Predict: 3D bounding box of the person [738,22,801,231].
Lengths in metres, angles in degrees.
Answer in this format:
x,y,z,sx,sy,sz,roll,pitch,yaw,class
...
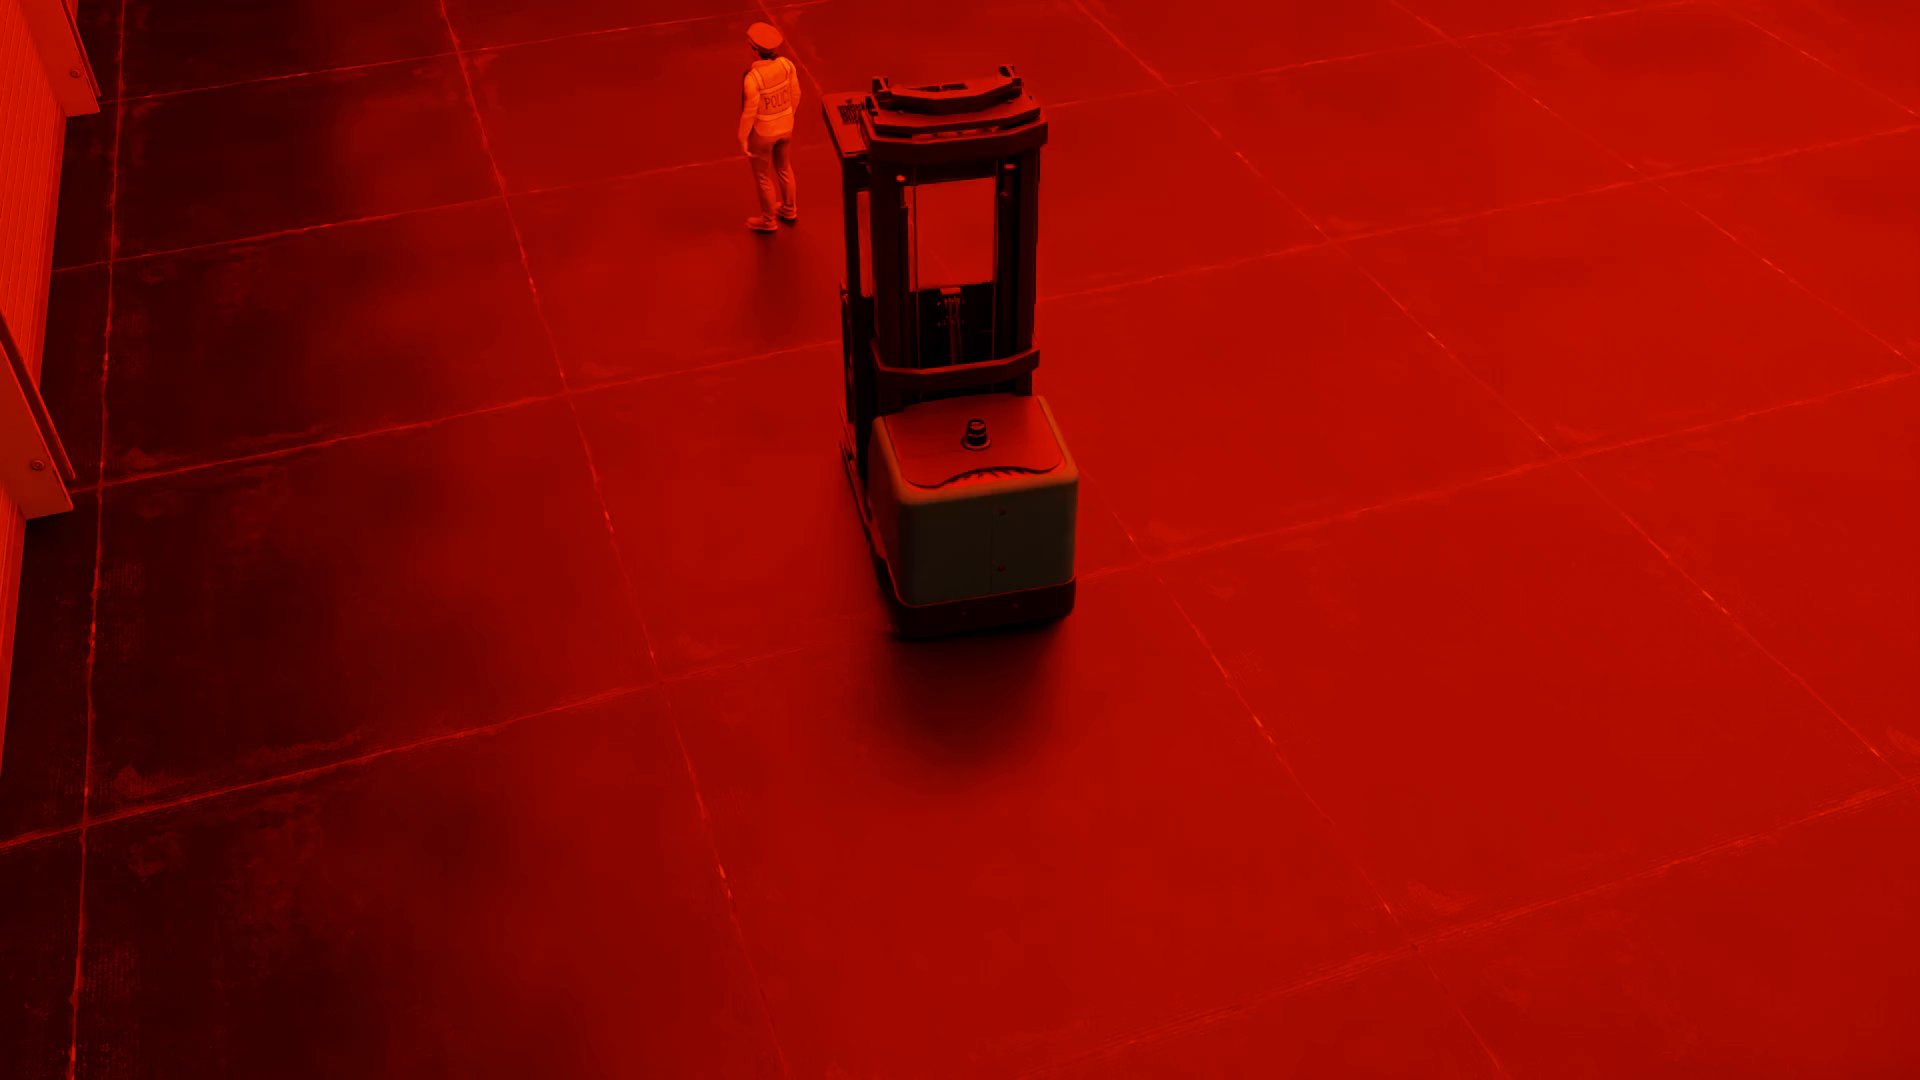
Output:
x,y,z,sx,sy,sz,roll,pitch,yaw,class
-1.489,-3.147,12.713,0.479,1.708,0.572,33,50,33,person

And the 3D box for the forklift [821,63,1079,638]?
x,y,z,sx,sy,sz,roll,pitch,yaw,class
-0.160,-1.518,9.805,1.130,2.935,3.031,-8,41,-10,forklift
